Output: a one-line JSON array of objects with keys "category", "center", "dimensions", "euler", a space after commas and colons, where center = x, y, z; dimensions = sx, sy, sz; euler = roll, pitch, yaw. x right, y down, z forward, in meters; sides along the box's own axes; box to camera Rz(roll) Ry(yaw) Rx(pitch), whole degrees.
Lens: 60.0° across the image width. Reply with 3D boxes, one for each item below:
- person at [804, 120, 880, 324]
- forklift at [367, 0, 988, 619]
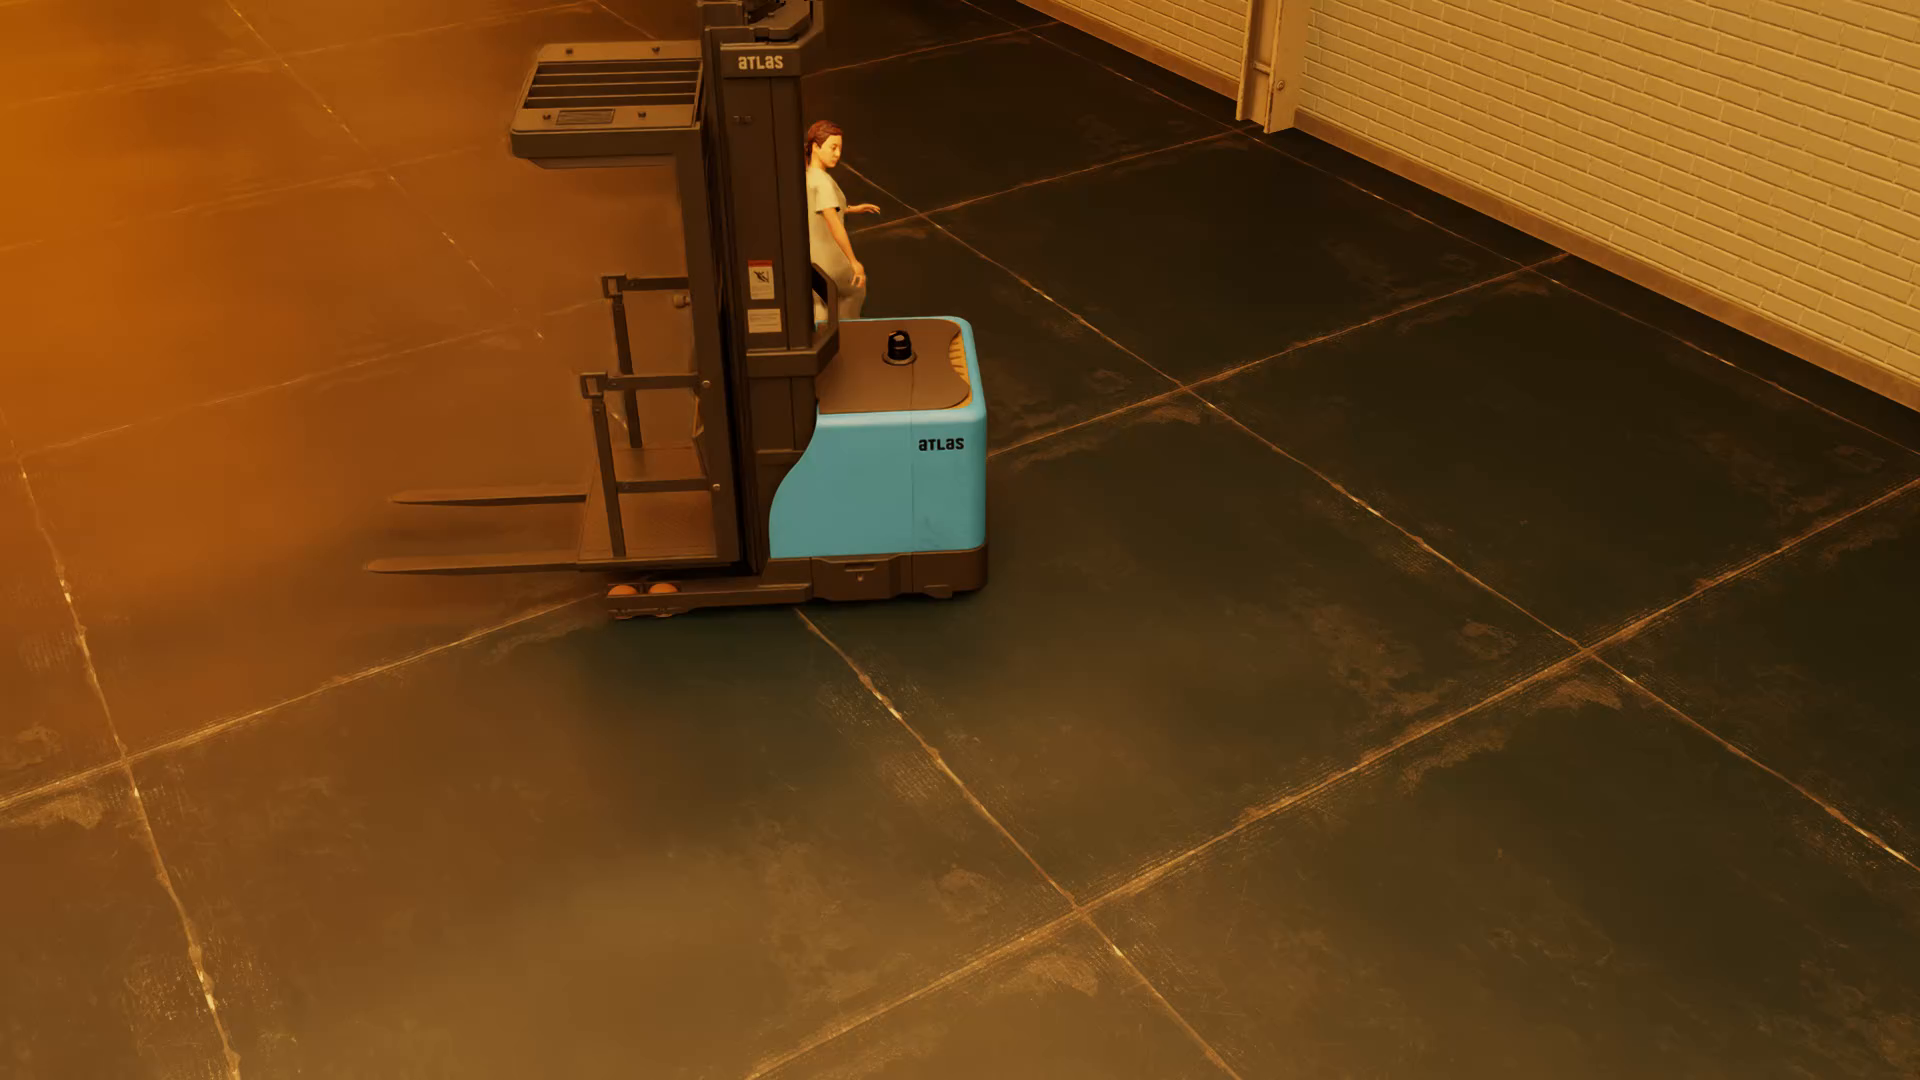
[{"category": "person", "center": [-0.679, -1.671, 9.762], "dimensions": [0.704, 1.549, 0.782], "euler": [25, 42, 31]}, {"category": "forklift", "center": [-1.405, -1.128, 7.754], "dimensions": [3.031, 2.935, 1.130], "euler": [-3, 35, -4]}]
